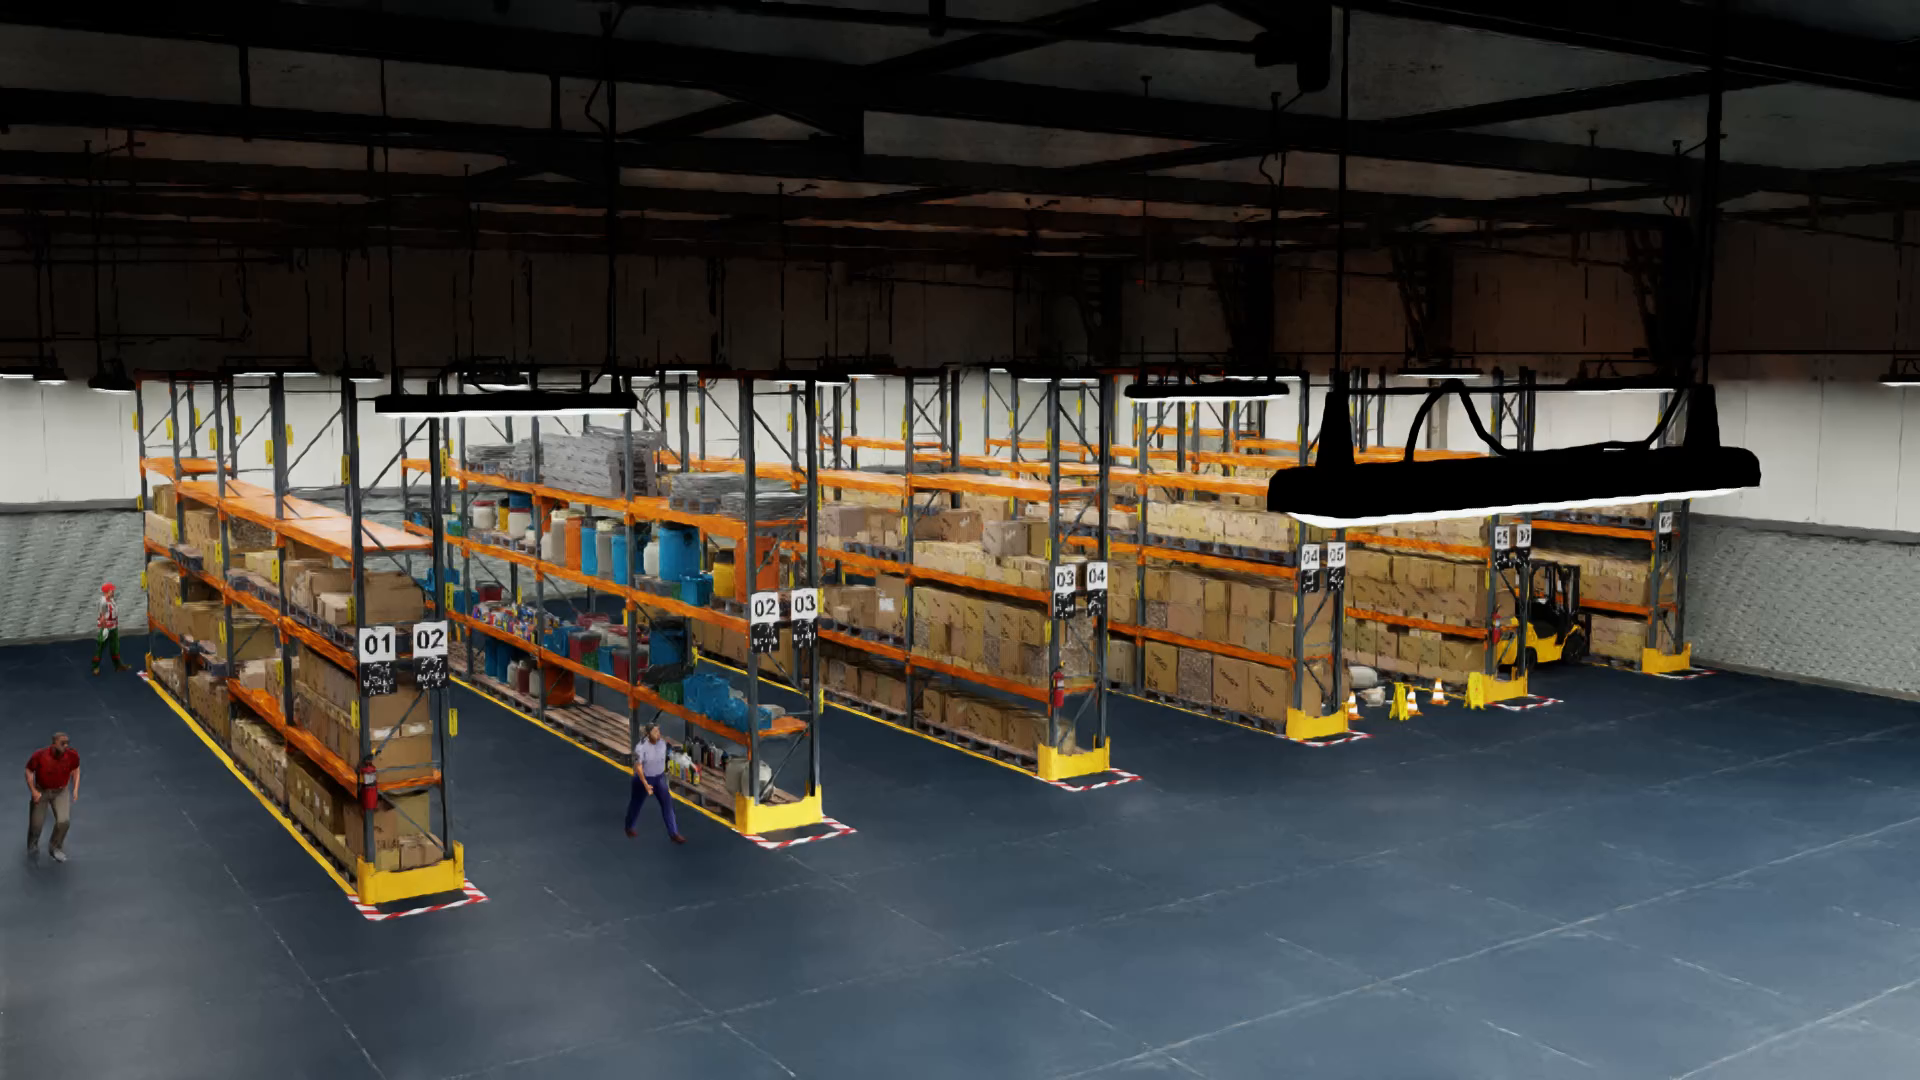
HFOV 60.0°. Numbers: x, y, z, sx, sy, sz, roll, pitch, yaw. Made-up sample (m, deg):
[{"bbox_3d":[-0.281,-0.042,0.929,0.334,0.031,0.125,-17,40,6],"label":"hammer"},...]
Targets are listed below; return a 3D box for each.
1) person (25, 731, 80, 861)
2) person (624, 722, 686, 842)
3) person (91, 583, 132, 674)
[{"bbox_3d":[-11.427,3.174,20.933,0.618,1.641,0.812,-6,9,-42],"label":"person"},{"bbox_3d":[-3.994,3.110,21.514,0.503,1.568,1.033,-6,9,-41],"label":"person"},{"bbox_3d":[-16.856,1.735,32.919,0.603,1.791,0.740,-1,6,-6],"label":"person"}]
